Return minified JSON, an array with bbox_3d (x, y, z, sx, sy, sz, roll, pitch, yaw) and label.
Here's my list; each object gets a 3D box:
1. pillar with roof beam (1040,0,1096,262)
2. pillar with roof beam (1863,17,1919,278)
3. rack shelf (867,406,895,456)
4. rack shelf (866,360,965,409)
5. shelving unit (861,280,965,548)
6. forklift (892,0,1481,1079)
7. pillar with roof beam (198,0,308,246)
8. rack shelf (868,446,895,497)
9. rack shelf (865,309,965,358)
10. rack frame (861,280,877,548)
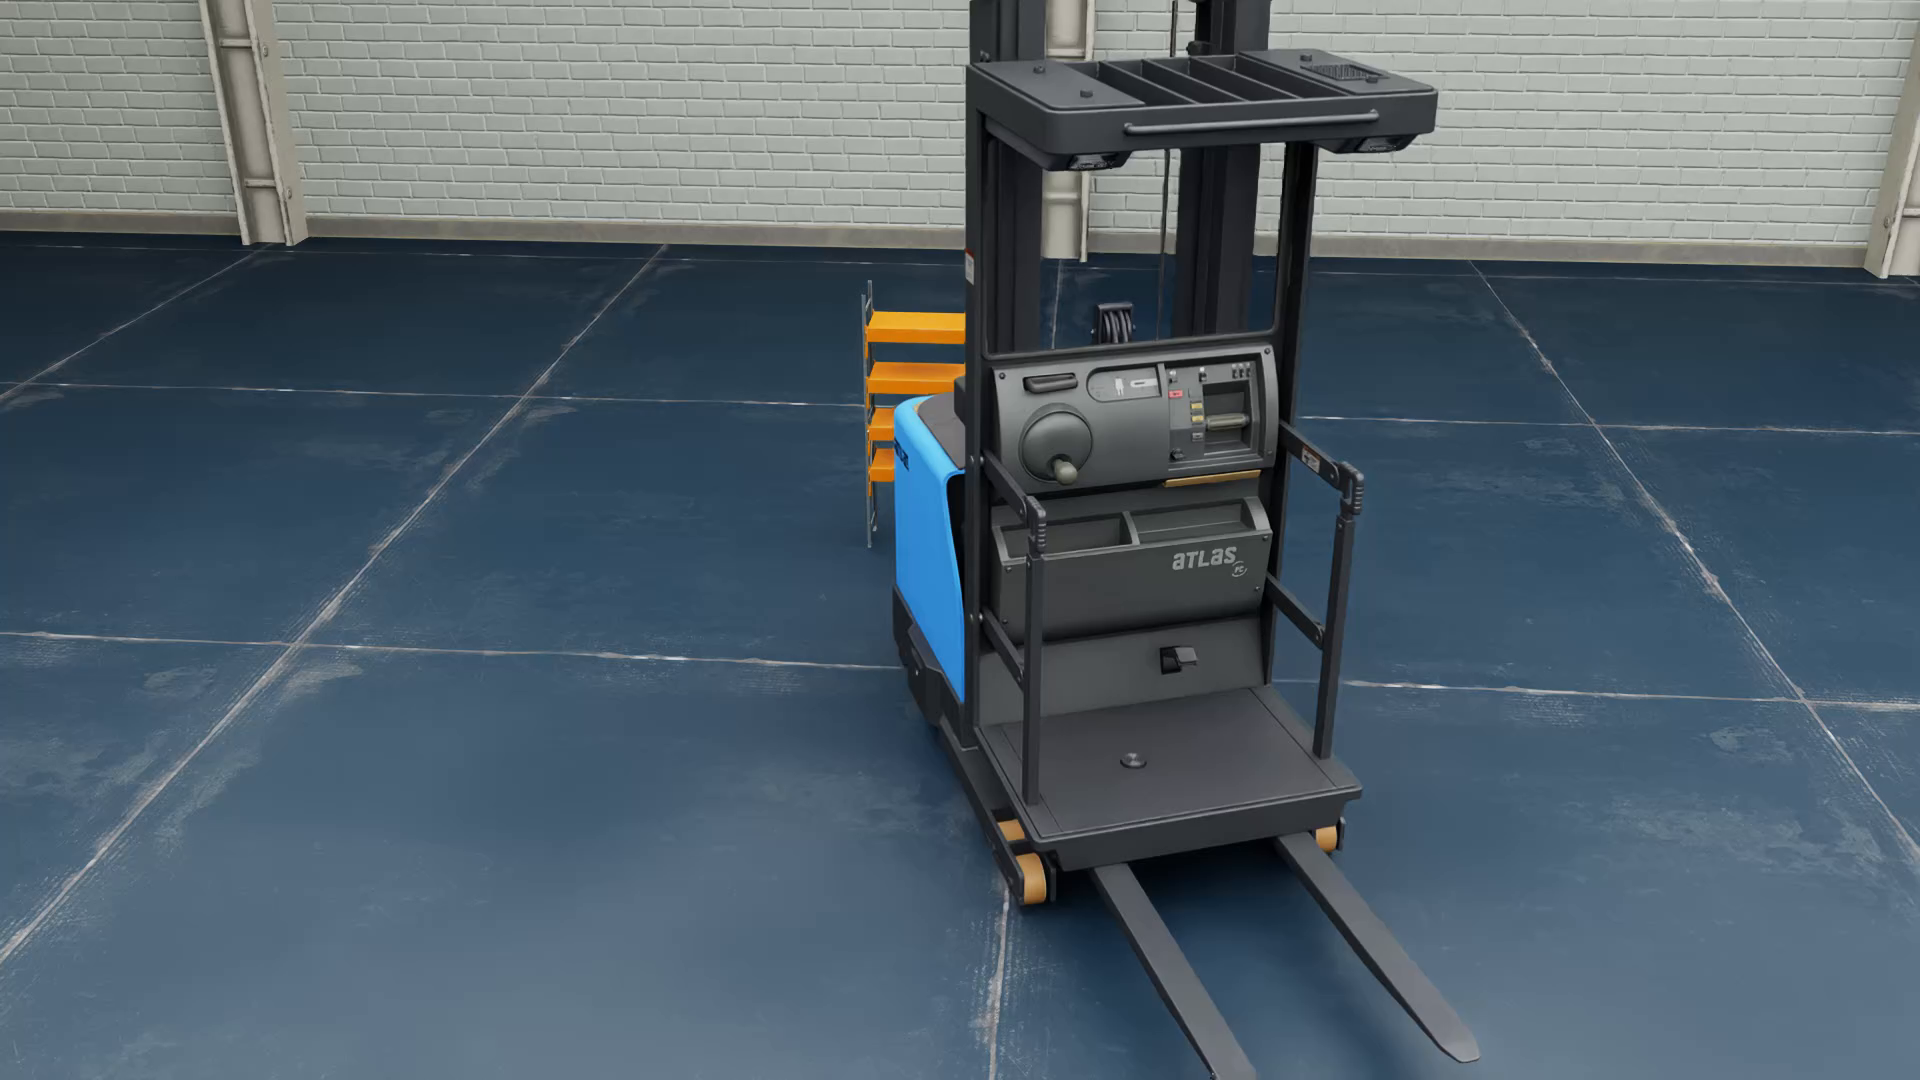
[{"bbox_3d":[0.414,-4.401,6.549,0.400,9.000,9.100,2,25,4],"label":"pillar with roof beam"},{"bbox_3d":[6.396,-4.209,6.132,0.400,9.000,9.100,2,25,4],"label":"pillar with roof beam"},{"bbox_3d":[-0.165,-0.489,7.539,0.480,0.148,0.258,2,25,4],"label":"rack shelf"},{"bbox_3d":[-0.165,-0.692,7.445,0.480,0.148,0.258,2,25,4],"label":"rack shelf"},{"bbox_3d":[-0.165,-0.550,7.511,0.503,1.200,0.258,2,25,4],"label":"shelving unit"},{"bbox_3d":[0.620,-0.360,5.026,1.130,2.935,3.031,-7,26,-14],"label":"forklift"},{"bbox_3d":[-5.568,-4.593,6.966,0.400,9.000,9.100,2,25,4],"label":"pillar with roof beam"},{"bbox_3d":[-0.165,-0.309,7.622,0.480,0.148,0.258,2,25,4],"label":"rack shelf"},{"bbox_3d":[-0.165,-0.907,7.346,0.480,0.148,0.258,2,25,4],"label":"rack shelf"},{"bbox_3d":[-0.408,-0.558,7.528,0.015,1.200,0.240,2,25,4],"label":"rack frame"}]
